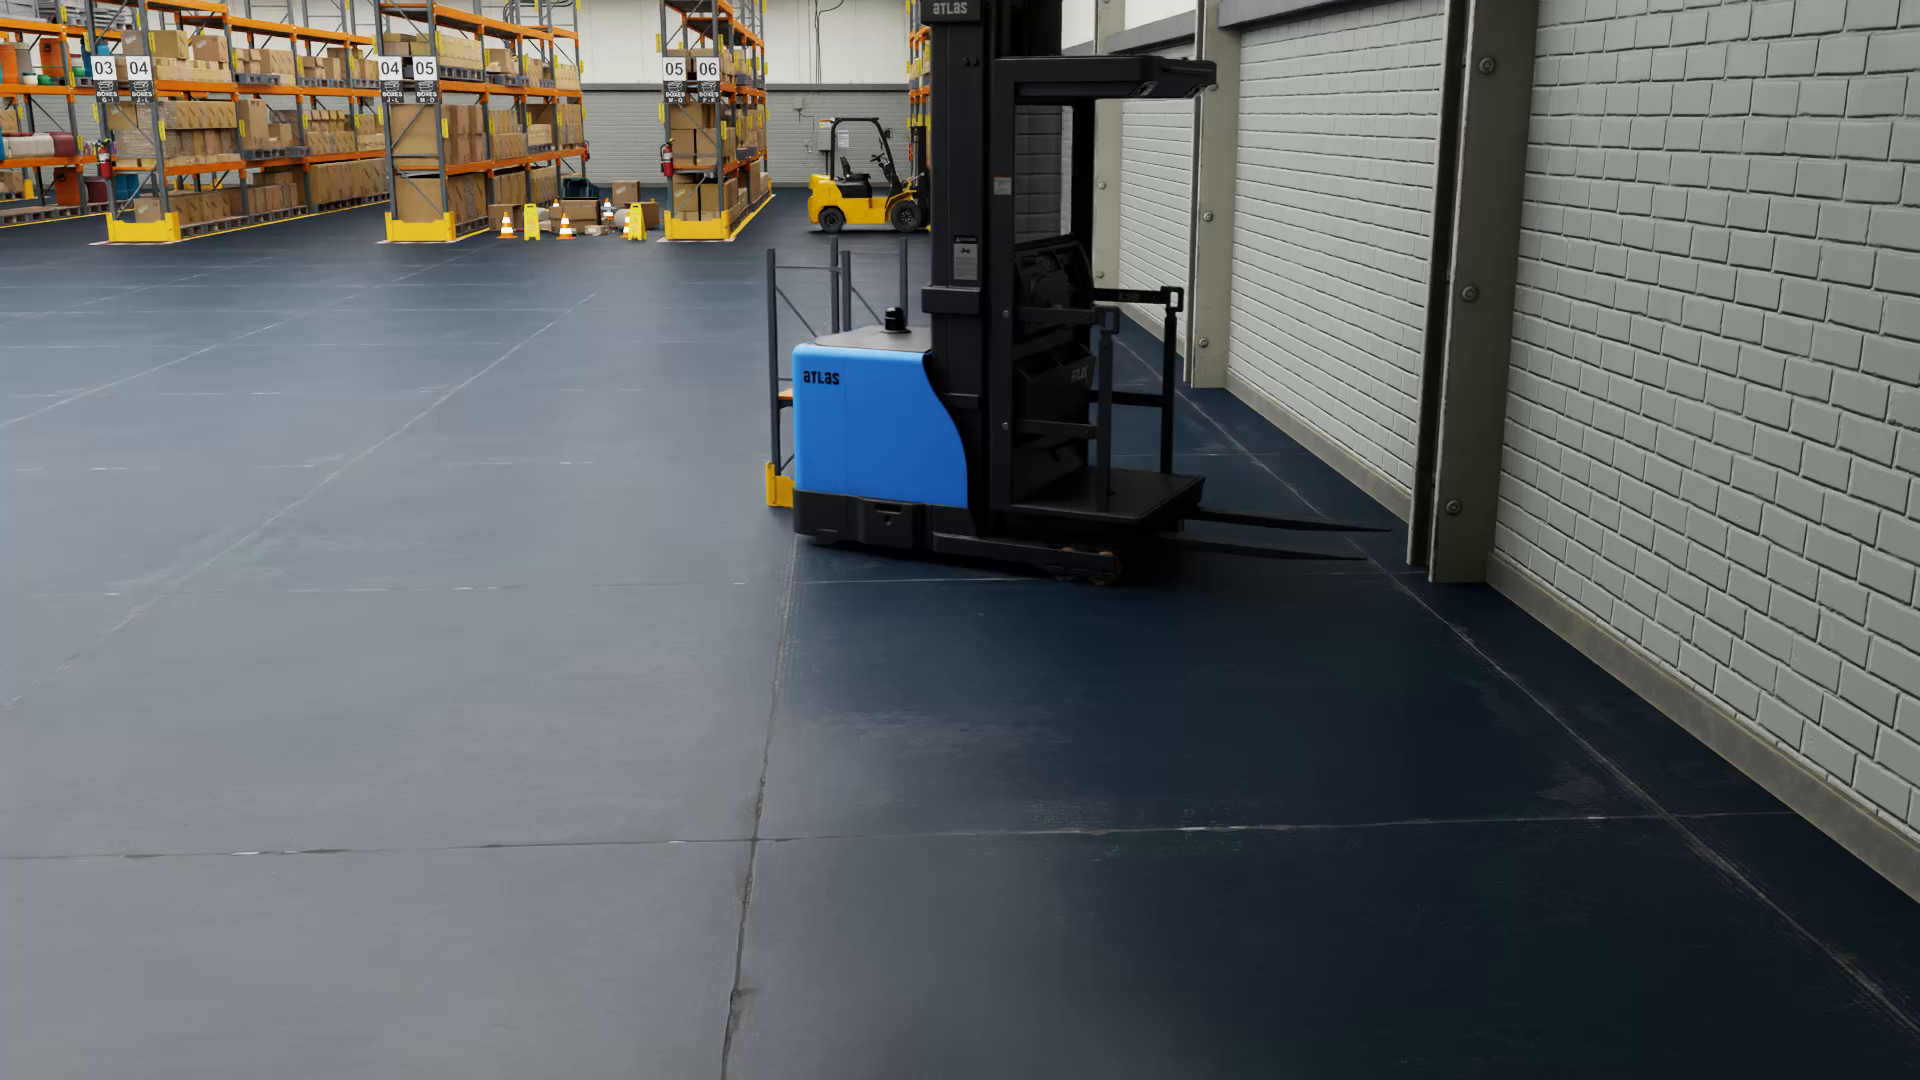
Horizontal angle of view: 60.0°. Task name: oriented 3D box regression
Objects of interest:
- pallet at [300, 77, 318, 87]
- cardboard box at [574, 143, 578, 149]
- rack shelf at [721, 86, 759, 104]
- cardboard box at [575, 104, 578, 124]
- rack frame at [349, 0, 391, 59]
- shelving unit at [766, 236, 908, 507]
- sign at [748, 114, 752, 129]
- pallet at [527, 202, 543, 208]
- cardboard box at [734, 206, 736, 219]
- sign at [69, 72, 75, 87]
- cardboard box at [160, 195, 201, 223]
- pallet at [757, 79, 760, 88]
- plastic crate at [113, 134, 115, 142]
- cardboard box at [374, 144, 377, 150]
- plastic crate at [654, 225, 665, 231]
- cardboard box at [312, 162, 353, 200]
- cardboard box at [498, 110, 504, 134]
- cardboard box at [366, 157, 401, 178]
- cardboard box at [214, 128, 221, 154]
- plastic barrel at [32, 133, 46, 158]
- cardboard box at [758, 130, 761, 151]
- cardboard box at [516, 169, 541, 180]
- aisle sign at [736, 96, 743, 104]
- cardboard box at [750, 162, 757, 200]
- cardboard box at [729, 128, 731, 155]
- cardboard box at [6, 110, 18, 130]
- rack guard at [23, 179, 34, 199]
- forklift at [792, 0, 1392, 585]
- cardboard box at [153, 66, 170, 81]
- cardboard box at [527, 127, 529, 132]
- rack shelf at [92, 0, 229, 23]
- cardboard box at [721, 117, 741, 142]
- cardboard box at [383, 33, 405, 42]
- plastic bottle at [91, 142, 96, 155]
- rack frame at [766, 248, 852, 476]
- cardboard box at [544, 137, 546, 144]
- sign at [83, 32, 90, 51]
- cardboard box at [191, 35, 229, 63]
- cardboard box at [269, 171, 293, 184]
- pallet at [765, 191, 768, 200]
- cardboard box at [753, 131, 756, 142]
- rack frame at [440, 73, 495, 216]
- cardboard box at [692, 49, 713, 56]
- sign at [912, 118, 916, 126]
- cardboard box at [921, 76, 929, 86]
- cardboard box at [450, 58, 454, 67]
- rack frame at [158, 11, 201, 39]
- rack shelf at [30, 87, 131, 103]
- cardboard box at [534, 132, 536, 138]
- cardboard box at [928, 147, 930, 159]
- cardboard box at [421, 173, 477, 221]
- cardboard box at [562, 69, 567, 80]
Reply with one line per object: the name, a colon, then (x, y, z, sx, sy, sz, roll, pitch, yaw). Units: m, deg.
pallet: (-15.306, -10.355, 37.610, 1.213, 0.211, 1.003, 0, 14, -1)
cardboard box: (-10.403, -10.489, 44.277, 0.380, 0.149, 0.250, 0, 14, -2)
rack shelf: (-5.447, -10.589, 39.585, 1.077, 0.370, 4.000, -1, 14, -3)
cardboard box: (-10.445, -11.316, 44.182, 0.500, 0.500, 0.500, -1, 14, -5)
rack frame: (-15.709, -13.729, 44.326, 1.000, 3.000, 0.127, -1, 14, -3)
shelving unit: (-0.711, -1.038, 10.049, 0.587, 1.500, 1.083, 4, 15, 16)
sign: (-4.782, -9.520, 37.843, 0.100, 0.325, 0.005, -1, 14, -3)
pallet: (-10.304, -7.729, 38.644, 1.003, 0.211, 1.213, -1, 14, -3)
cardboard box: (-4.700, -6.462, 32.798, 0.500, 0.250, 0.500, -1, 14, -3)
sign: (-19.608, -10.170, 36.723, 0.100, 0.325, 0.005, -1, 14, -3)
cardboard box: (-14.831, -6.297, 31.654, 0.500, 0.500, 0.500, 0, 14, 2)
pallet: (-5.611, -11.595, 42.231, 1.003, 0.211, 1.213, -1, 14, -3)
plastic crate: (-20.774, -9.885, 41.336, 0.392, 0.384, 0.575, -1, 14, -3)
cardboard box: (-15.229, -10.108, 42.797, 0.380, 0.149, 0.250, -1, 14, -3)
plastic crate: (-5.796, -6.175, 32.866, 0.402, 0.080, 0.583, -6, 16, -23)
cardboard box: (-15.346, -8.622, 39.939, 1.225, 0.875, 0.875, -1, 14, -5)
cardboard box: (-10.140, -8.926, 35.491, 0.700, 0.500, 0.500, -1, 14, -4)
cardboard box: (-15.590, -9.840, 44.672, 0.875, 0.875, 0.875, -1, 14, -3)
cardboard box: (-15.004, -7.794, 32.501, 0.875, 0.500, 0.500, -1, 14, -3)
plastic barrel: (-19.854, -8.454, 35.641, 0.421, 0.512, 0.421, 0, 14, 0)
cardboard box: (-5.338, -10.151, 42.259, 0.500, 0.500, 0.500, 0, 14, -2)
cardboard box: (-10.089, -8.543, 38.878, 0.500, 0.250, 0.500, -1, 14, -4)
aisle sign: (-6.112, -12.249, 45.397, 0.394, 0.787, 0.004, -1, 14, -3)
cardboard box: (-5.334, -8.556, 39.683, 0.875, 0.875, 0.875, -1, 14, -3)
cardboard box: (-4.687, -7.694, 32.112, 0.500, 0.500, 0.500, -1, 14, -5)
cardboard box: (-25.295, -11.098, 43.932, 0.500, 0.500, 0.500, -1, 14, -4)
rack guard: (-25.592, -9.442, 44.721, 1.175, 0.500, 0.348, -1, 14, -3)
forklift: (0.664, -1.348, 8.382, 3.031, 2.935, 1.130, 7, 16, 24)
cardboard box: (-14.490, -8.348, 29.734, 0.500, 0.250, 0.500, 0, 14, -2)
cardboard box: (-10.111, -9.440, 38.164, 0.380, 0.149, 0.250, -1, 14, -5)
rack shelf: (-14.842, -9.897, 30.884, 1.077, 0.370, 4.000, -1, 14, -3)
cardboard box: (-4.818, -8.509, 34.438, 0.500, 0.500, 0.500, -1, 14, -2)
cardboard box: (-10.121, -8.943, 29.607, 0.380, 0.149, 0.250, -1, 14, -3)
plastic bottle: (-19.853, -8.963, 38.076, 0.061, 0.283, 0.133, -1, 14, -3)
rack frame: (-0.859, -0.914, 9.569, 0.500, 1.500, 0.032, 4, 15, 16)
cardboard box: (-10.237, -9.677, 40.280, 0.380, 0.149, 0.250, -2, 15, -6)
sign: (-15.273, -8.722, 29.110, 0.100, 0.325, 0.005, -1, 14, -3)
cardboard box: (-14.683, -9.619, 32.569, 0.500, 0.500, 0.500, -1, 14, -5)
cardboard box: (-15.142, -8.034, 36.858, 0.500, 0.250, 0.500, 0, 14, -1)
pallet: (-5.618, -9.126, 44.071, 1.003, 0.211, 1.213, -1, 14, -3)
cardboard box: (-5.175, -9.665, 39.870, 0.500, 0.250, 0.500, -1, 14, -2)
rack frame: (-10.009, -7.891, 33.675, 1.000, 3.000, 0.127, -1, 14, -3)
cardboard box: (-4.645, -8.806, 30.117, 0.380, 0.149, 0.250, -1, 14, -4)
sign: (-1.158, -10.468, 41.956, 0.100, 0.325, 0.005, -1, 14, -3)
cardboard box: (-0.643, -10.569, 38.364, 0.500, 0.250, 0.500, -1, 14, -5)
cardboard box: (-9.510, -8.758, 30.485, 0.380, 0.149, 0.250, -1, 14, -3)
rack frame: (-20.653, -13.653, 44.029, 1.000, 3.000, 0.127, -1, 14, -3)
rack shelf: (-20.281, -10.359, 38.693, 1.077, 0.370, 4.000, -1, 14, -3)
cardboard box: (-10.156, -9.493, 38.967, 0.380, 0.149, 0.250, -1, 14, -3)
cardboard box: (-0.413, -8.118, 34.861, 0.500, 0.250, 0.500, -1, 14, -2)
cardboard box: (-9.980, -6.683, 32.404, 0.875, 0.875, 0.875, -1, 14, -3)
cardboard box: (-10.339, -11.875, 42.439, 0.500, 0.250, 0.500, -1, 14, -2)
